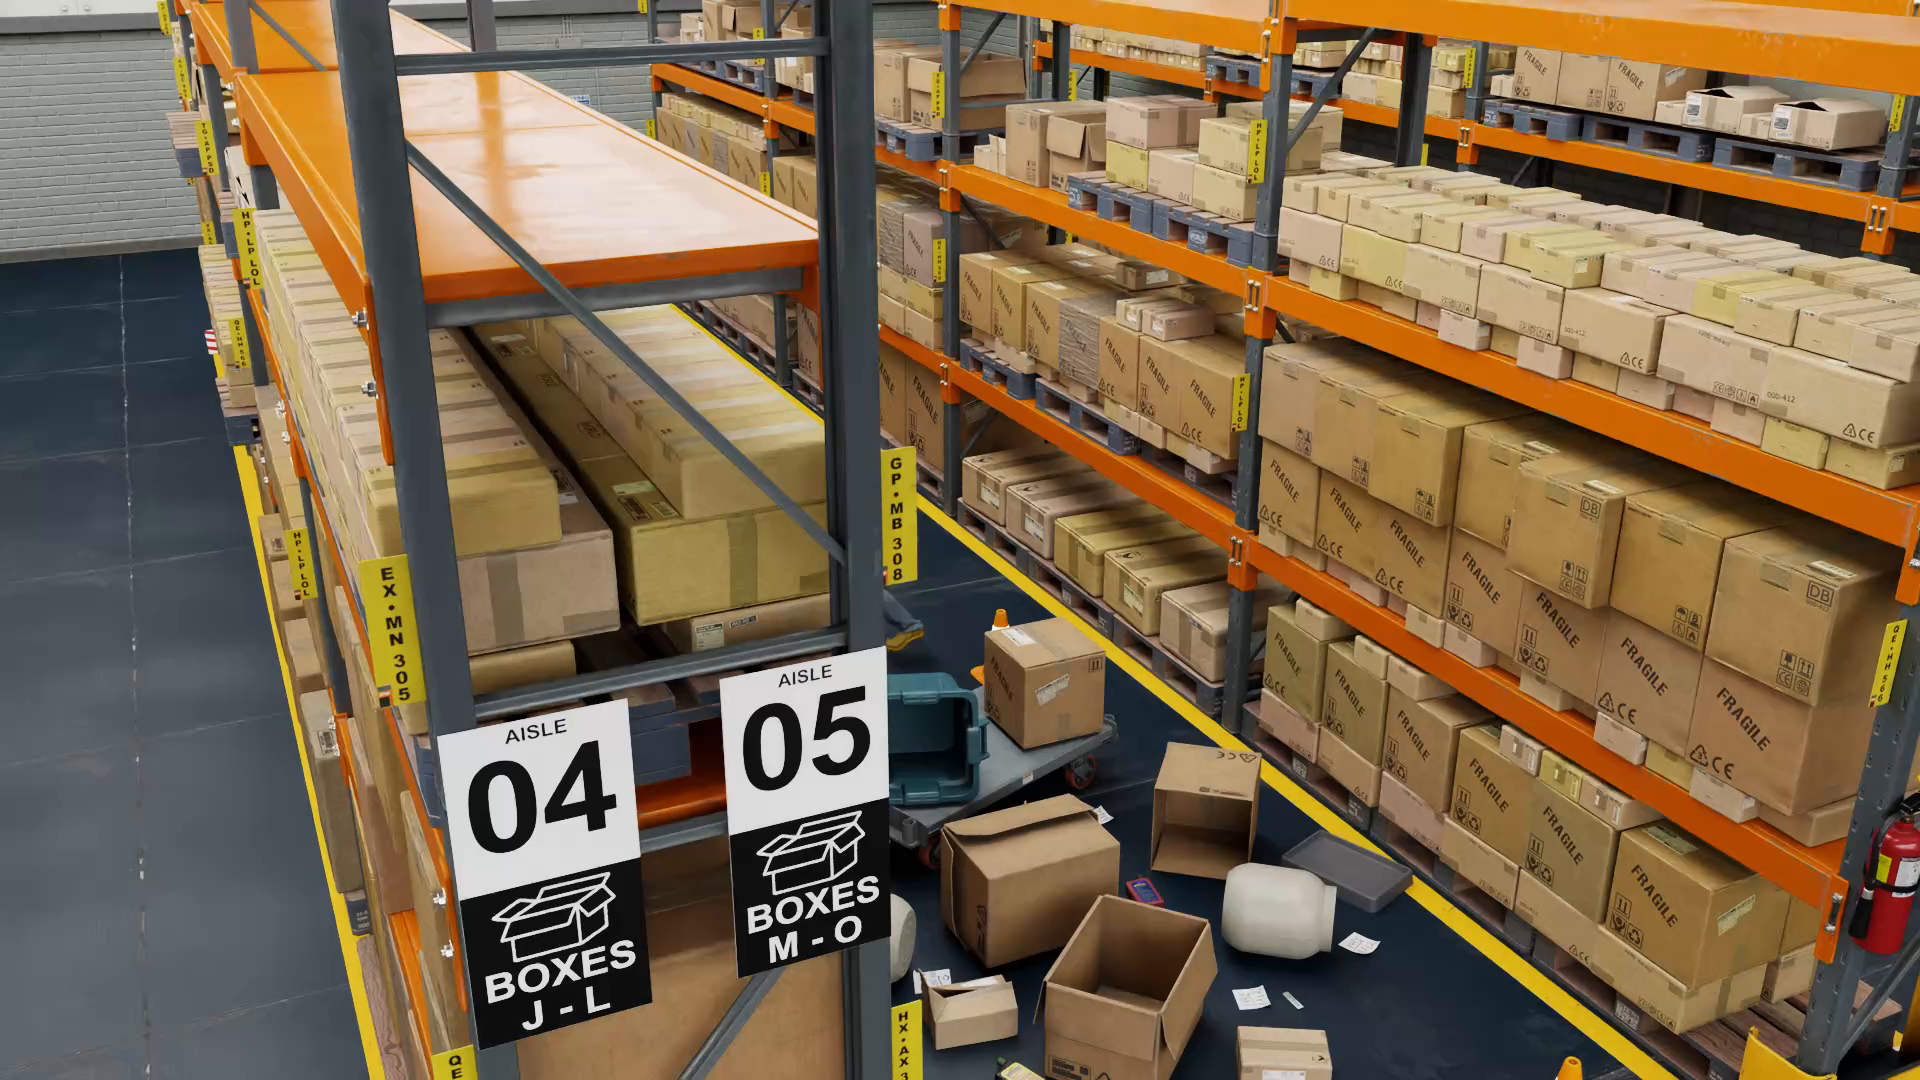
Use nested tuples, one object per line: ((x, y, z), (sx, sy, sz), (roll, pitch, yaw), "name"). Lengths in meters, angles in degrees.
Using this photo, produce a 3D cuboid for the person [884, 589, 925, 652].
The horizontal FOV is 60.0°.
((-0.651, -0.019, 10.590), (0.822, 1.711, 0.604), (1, 22, 3), "person")
